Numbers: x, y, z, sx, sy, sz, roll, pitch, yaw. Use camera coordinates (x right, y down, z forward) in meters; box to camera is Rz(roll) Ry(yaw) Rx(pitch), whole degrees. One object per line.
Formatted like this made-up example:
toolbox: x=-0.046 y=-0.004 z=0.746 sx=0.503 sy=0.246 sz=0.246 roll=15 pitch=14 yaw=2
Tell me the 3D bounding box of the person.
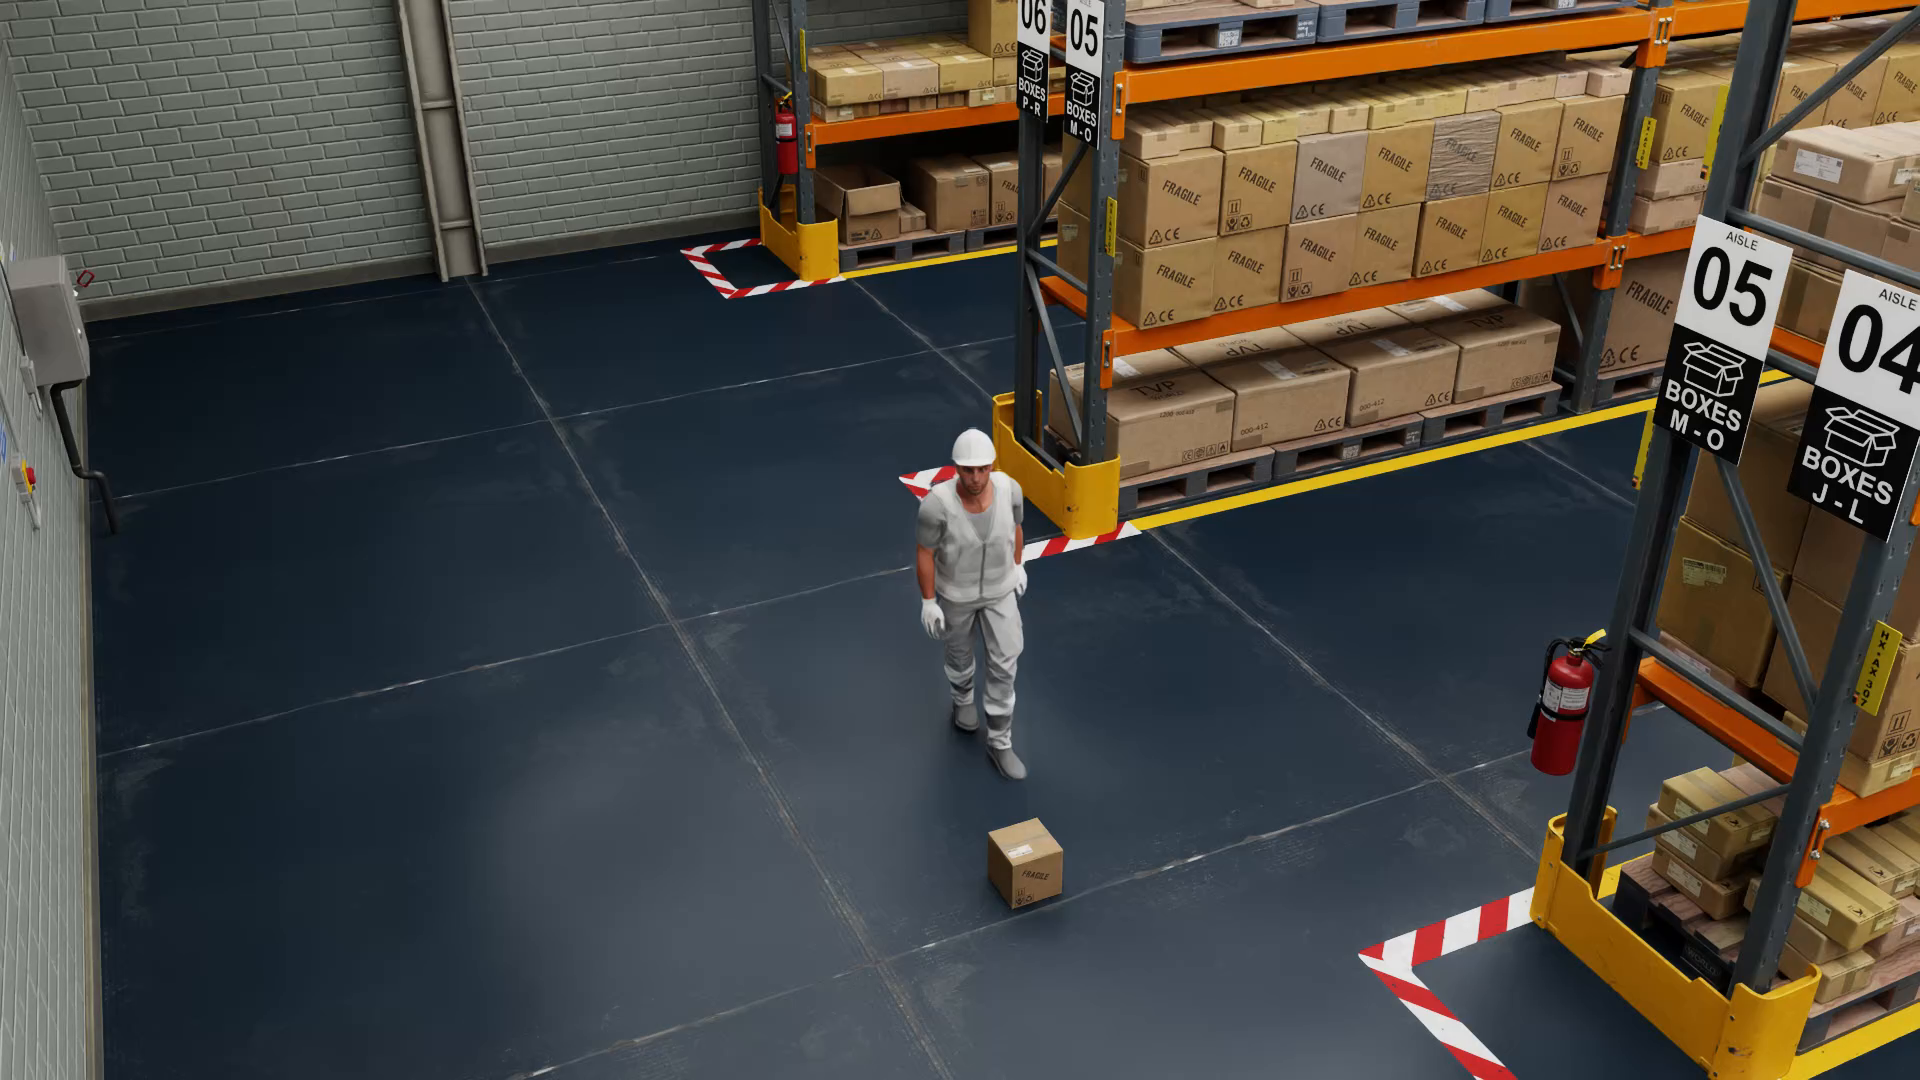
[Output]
person: x=0.072 y=0.261 z=7.970 sx=0.578 sy=1.795 sz=0.698 roll=-5 pitch=30 yaw=-9
